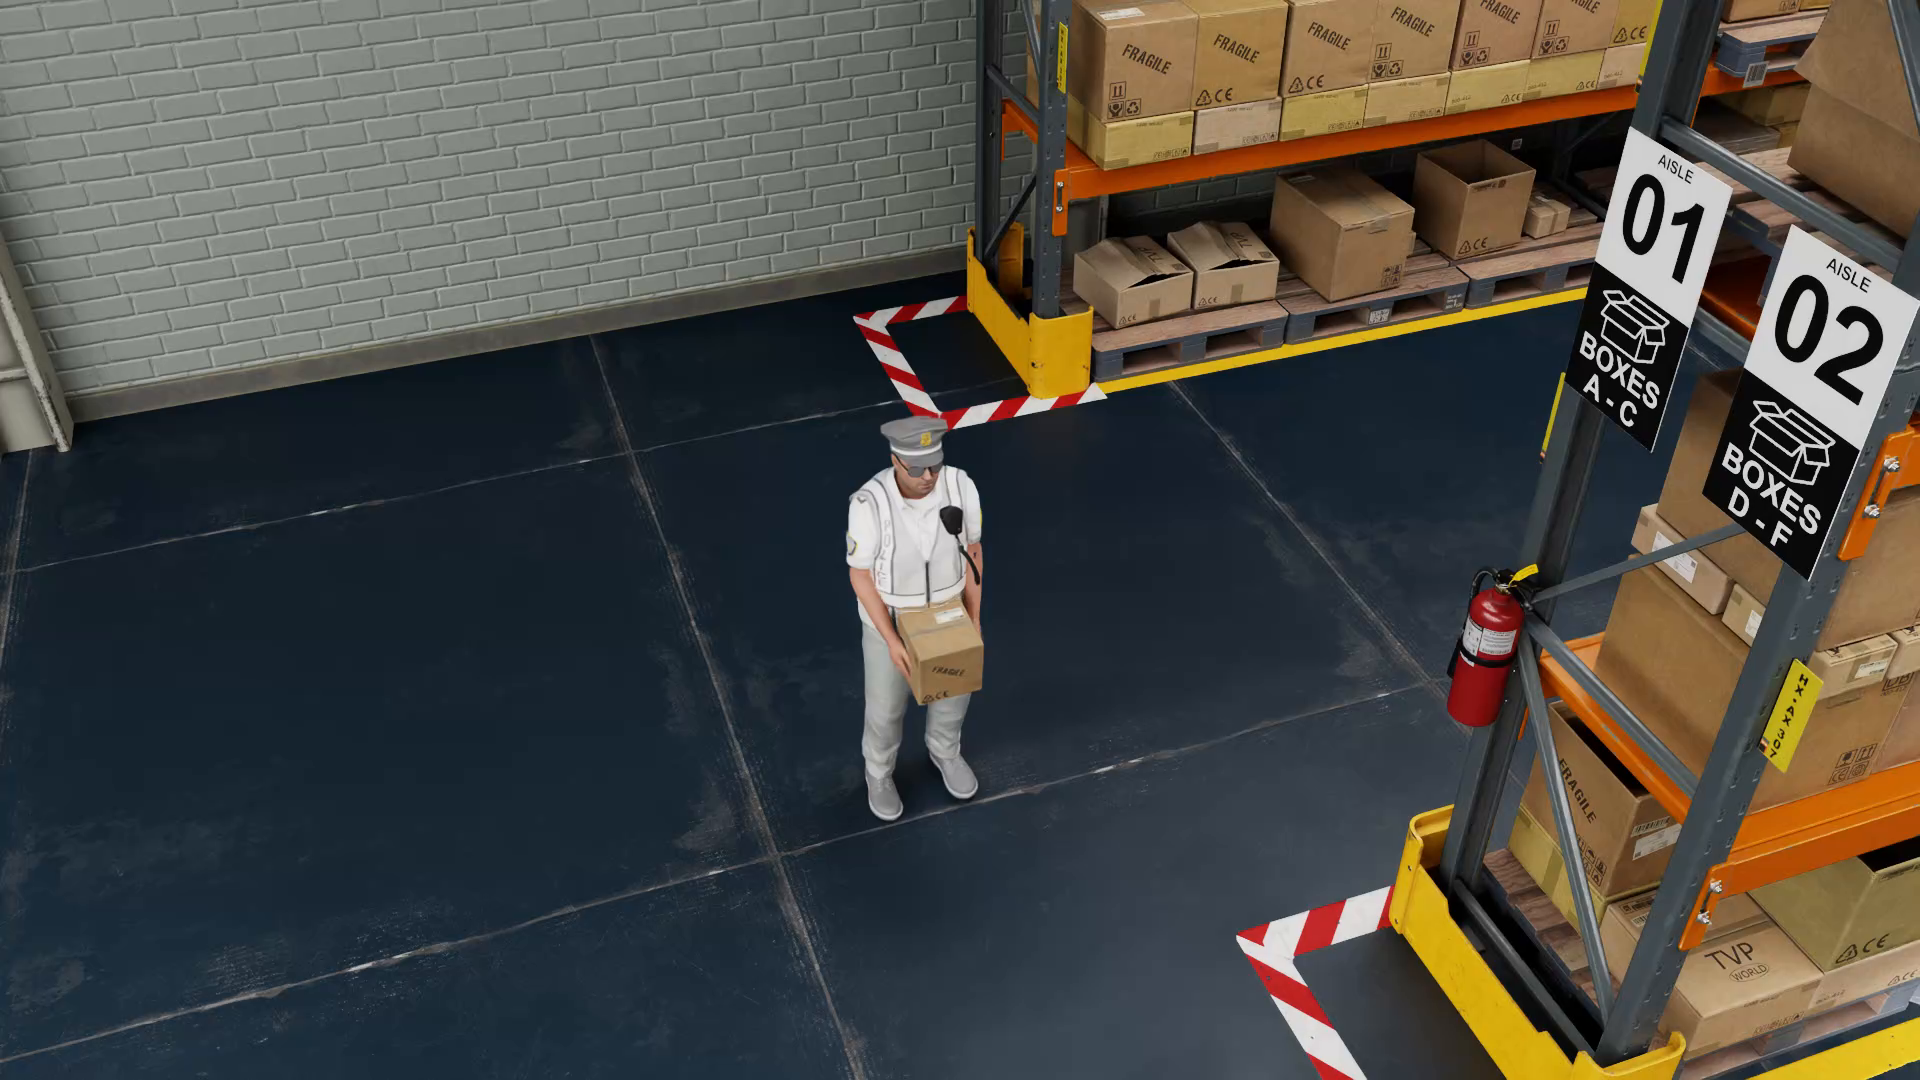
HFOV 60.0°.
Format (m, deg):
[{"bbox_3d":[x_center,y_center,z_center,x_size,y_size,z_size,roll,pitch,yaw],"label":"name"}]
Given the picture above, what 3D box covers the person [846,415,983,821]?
[{"bbox_3d":[-0.146,0.306,6.358,0.530,1.772,0.512,-13,39,-16],"label":"person"}]
